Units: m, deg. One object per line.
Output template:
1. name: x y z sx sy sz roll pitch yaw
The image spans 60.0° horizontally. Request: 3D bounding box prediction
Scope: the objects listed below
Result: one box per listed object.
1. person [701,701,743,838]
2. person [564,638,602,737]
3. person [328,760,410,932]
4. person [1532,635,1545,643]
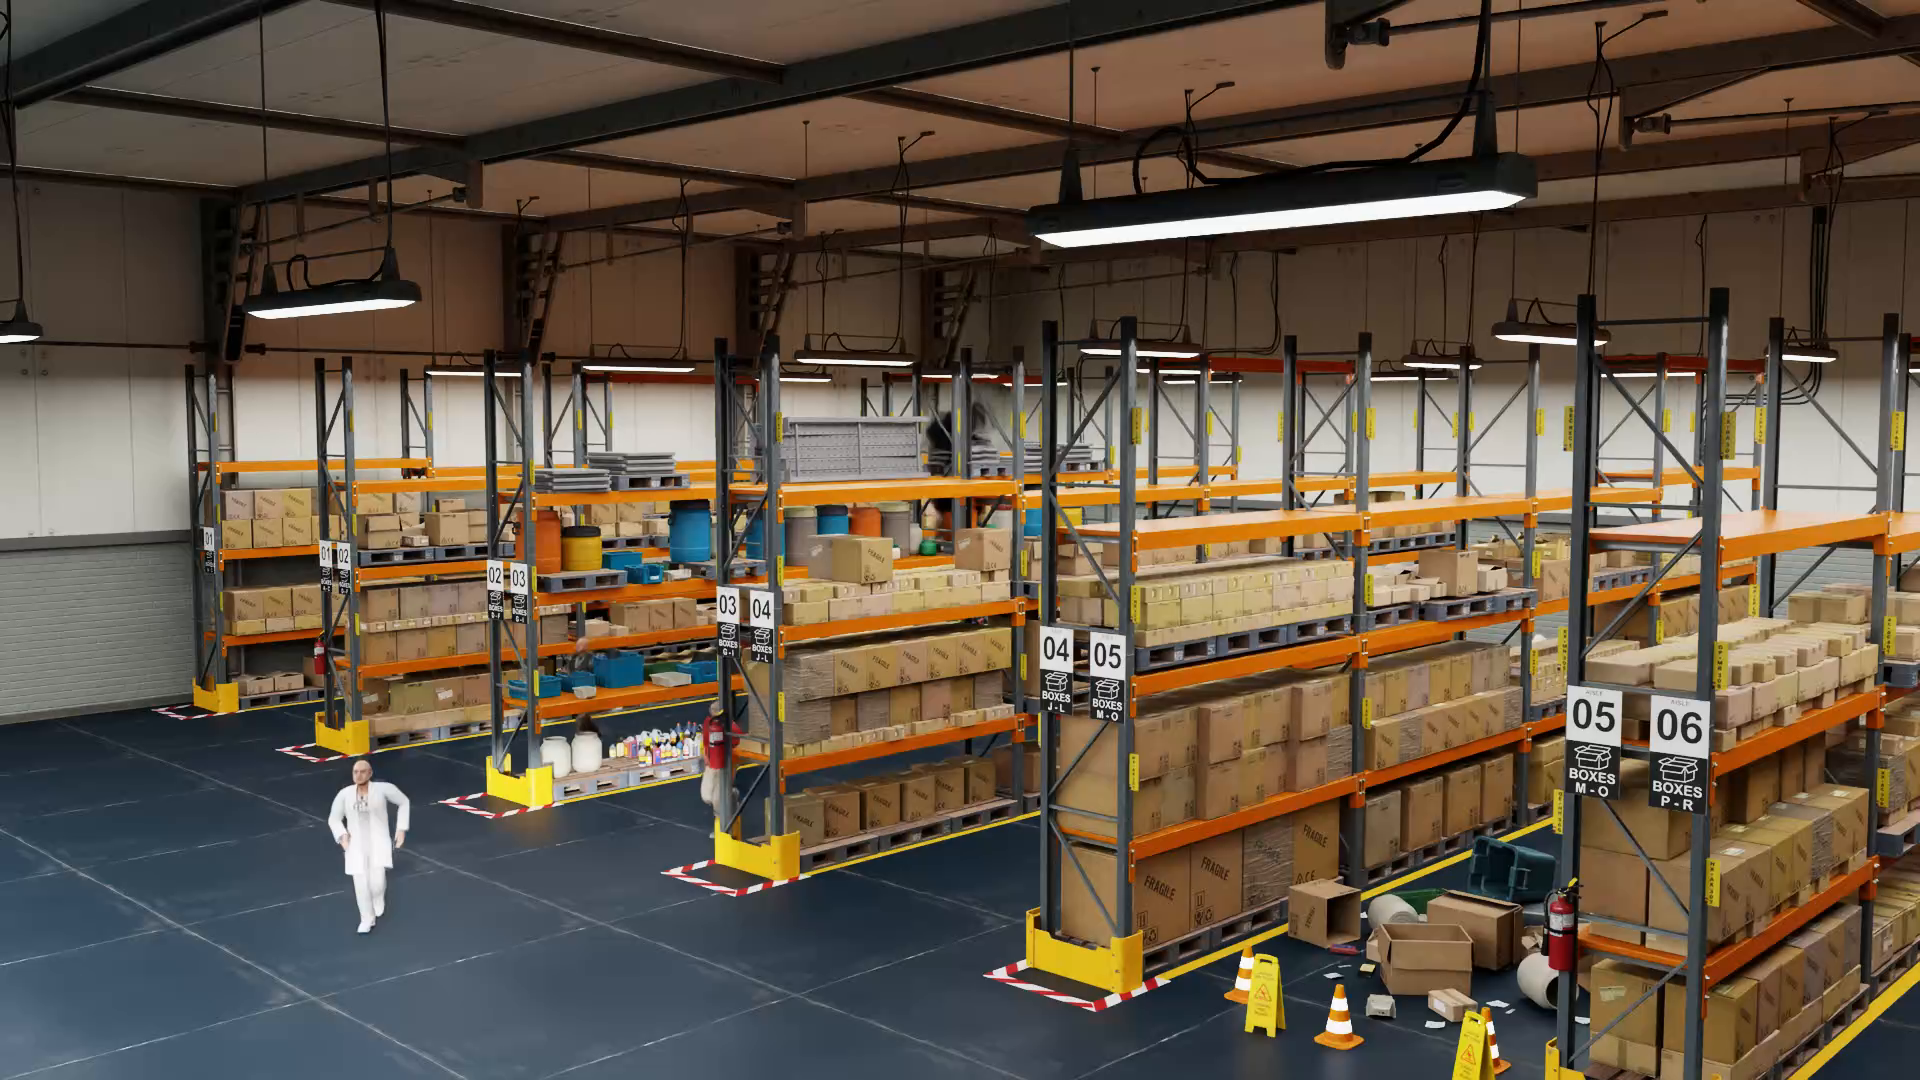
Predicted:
1. person: -2.925 2.788 20.387 0.698 1.680 0.708 3 5 32
2. person: -5.725 2.351 25.257 0.656 1.740 0.914 2 5 26
3. person: -5.849 3.038 16.436 0.747 1.732 0.690 -1 4 -9
4. person: 9.228 2.322 26.234 0.661 1.718 0.921 3 5 37
